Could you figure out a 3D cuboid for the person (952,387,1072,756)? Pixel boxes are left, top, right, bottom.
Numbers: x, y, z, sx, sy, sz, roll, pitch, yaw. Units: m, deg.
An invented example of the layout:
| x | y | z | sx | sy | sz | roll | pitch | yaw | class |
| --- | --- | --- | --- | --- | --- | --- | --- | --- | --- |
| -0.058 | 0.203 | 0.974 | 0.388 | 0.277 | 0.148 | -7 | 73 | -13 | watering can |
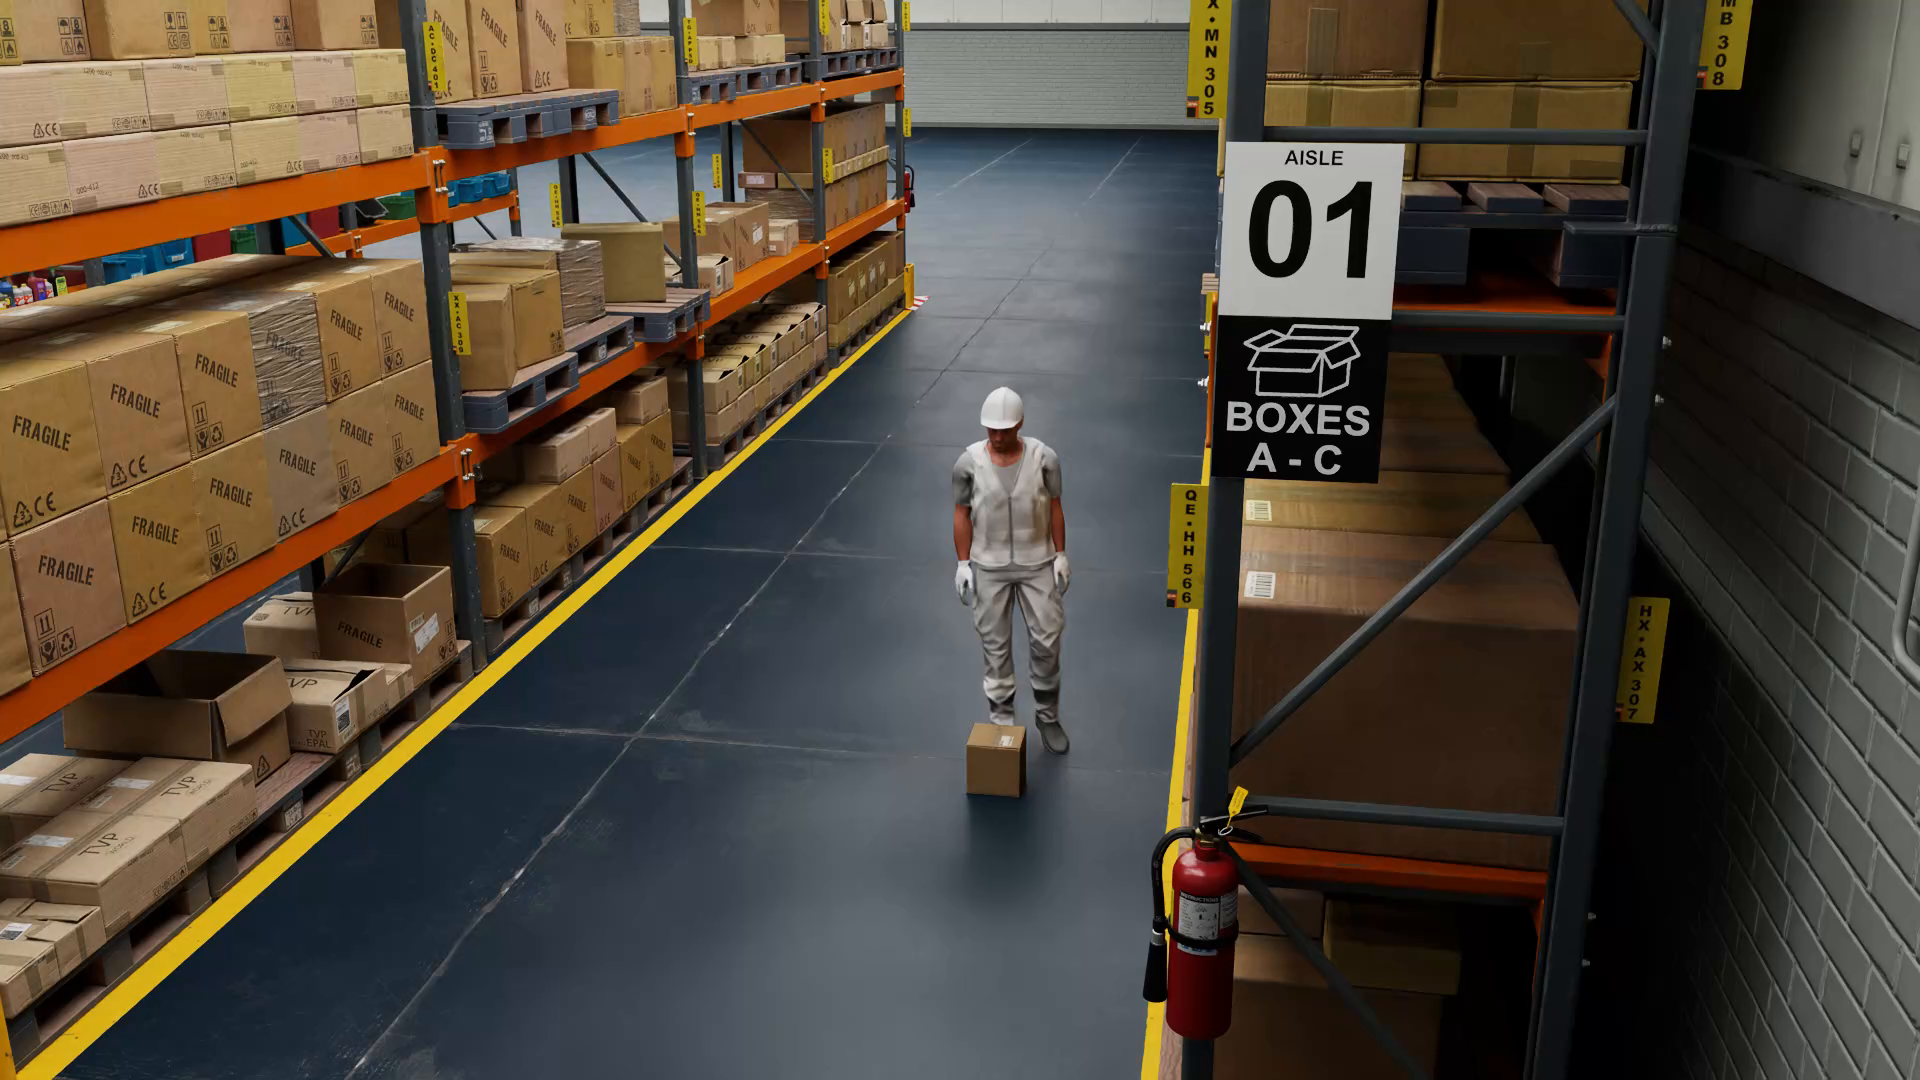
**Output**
| x | y | z | sx | sy | sz | roll | pitch | yaw | class |
| --- | --- | --- | --- | --- | --- | --- | --- | --- | --- |
| 0.251 | 0.173 | 7.952 | 0.586 | 1.818 | 0.480 | 0 | 18 | 2 | person |
